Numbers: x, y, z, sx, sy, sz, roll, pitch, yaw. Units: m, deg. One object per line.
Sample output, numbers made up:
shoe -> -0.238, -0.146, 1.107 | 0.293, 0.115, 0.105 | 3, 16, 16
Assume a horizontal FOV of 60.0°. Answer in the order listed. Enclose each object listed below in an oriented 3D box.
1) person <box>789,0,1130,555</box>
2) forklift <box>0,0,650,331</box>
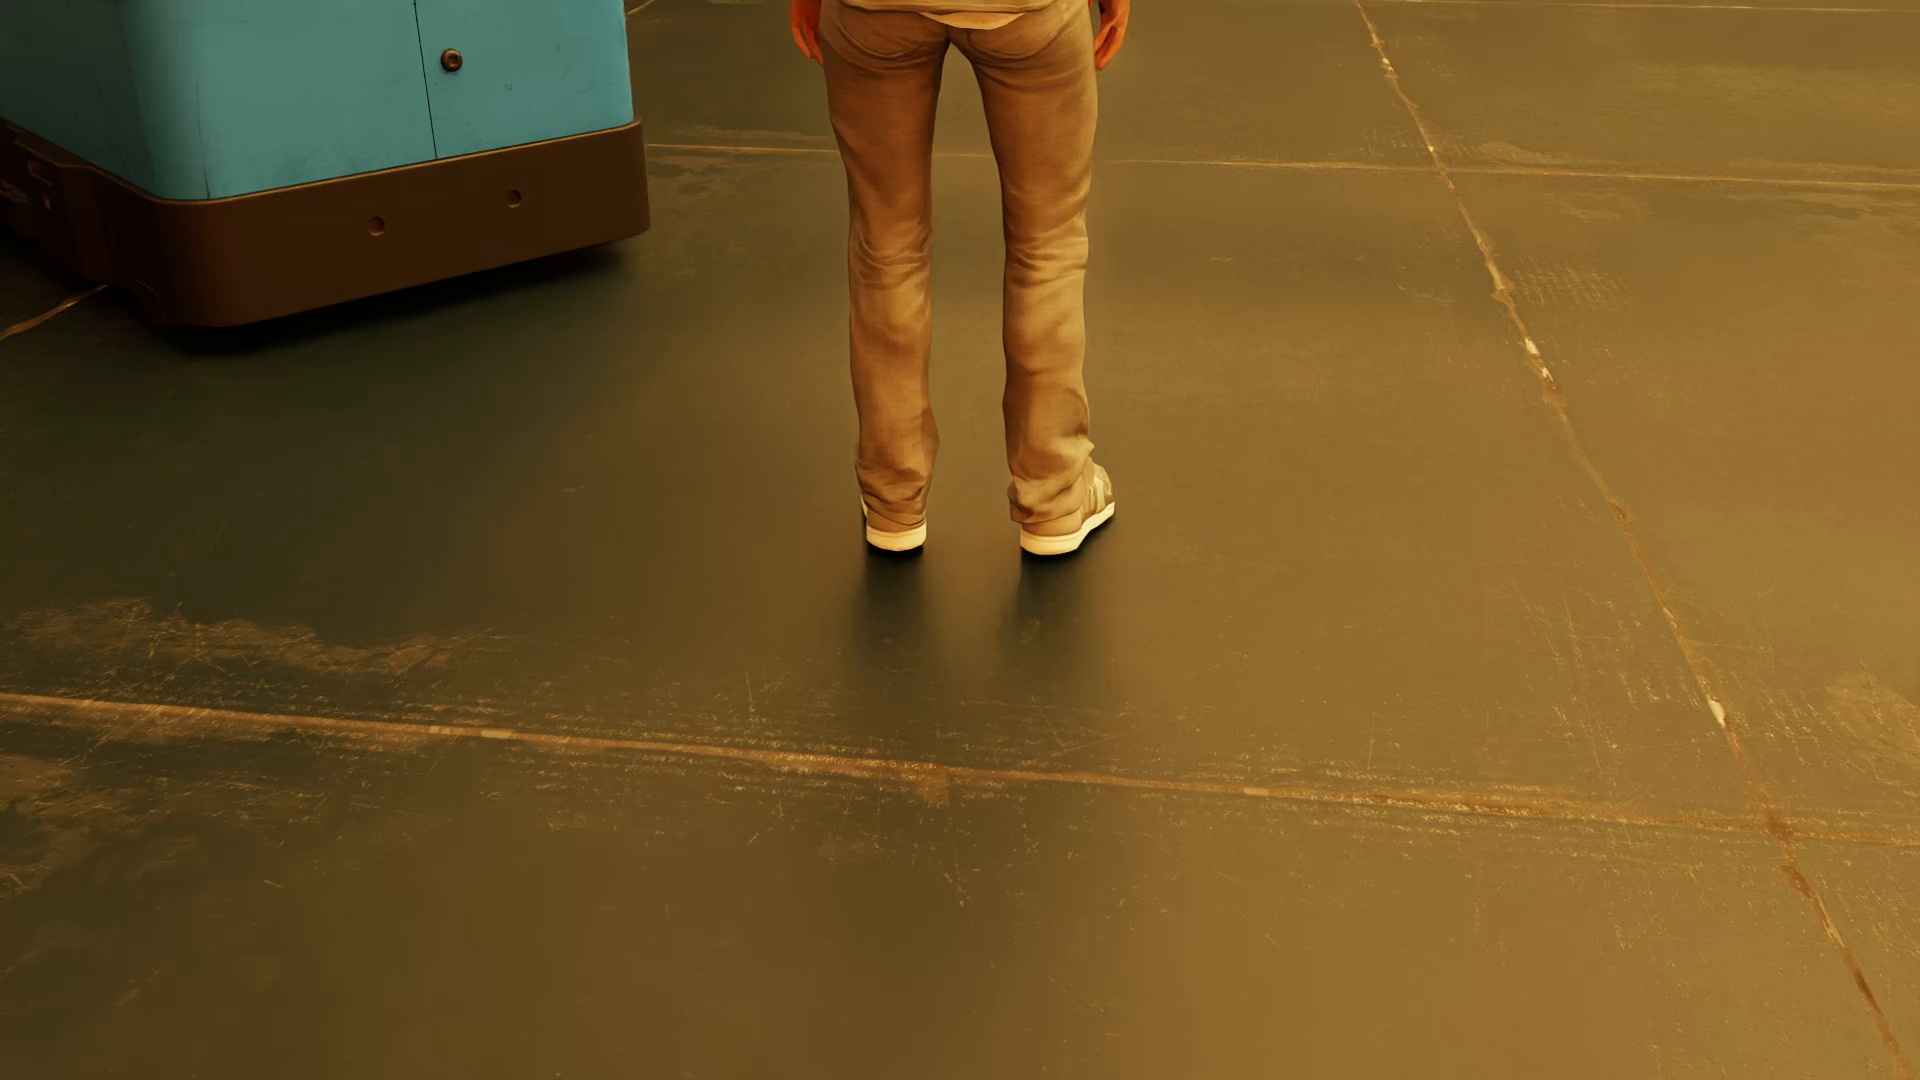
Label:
person -> -0.003, -0.722, 2.164 | 0.467, 1.592, 0.344 | 3, 27, 5
forklift -> -2.074, -2.280, 3.788 | 1.130, 2.935, 3.031 | -23, 34, -38
